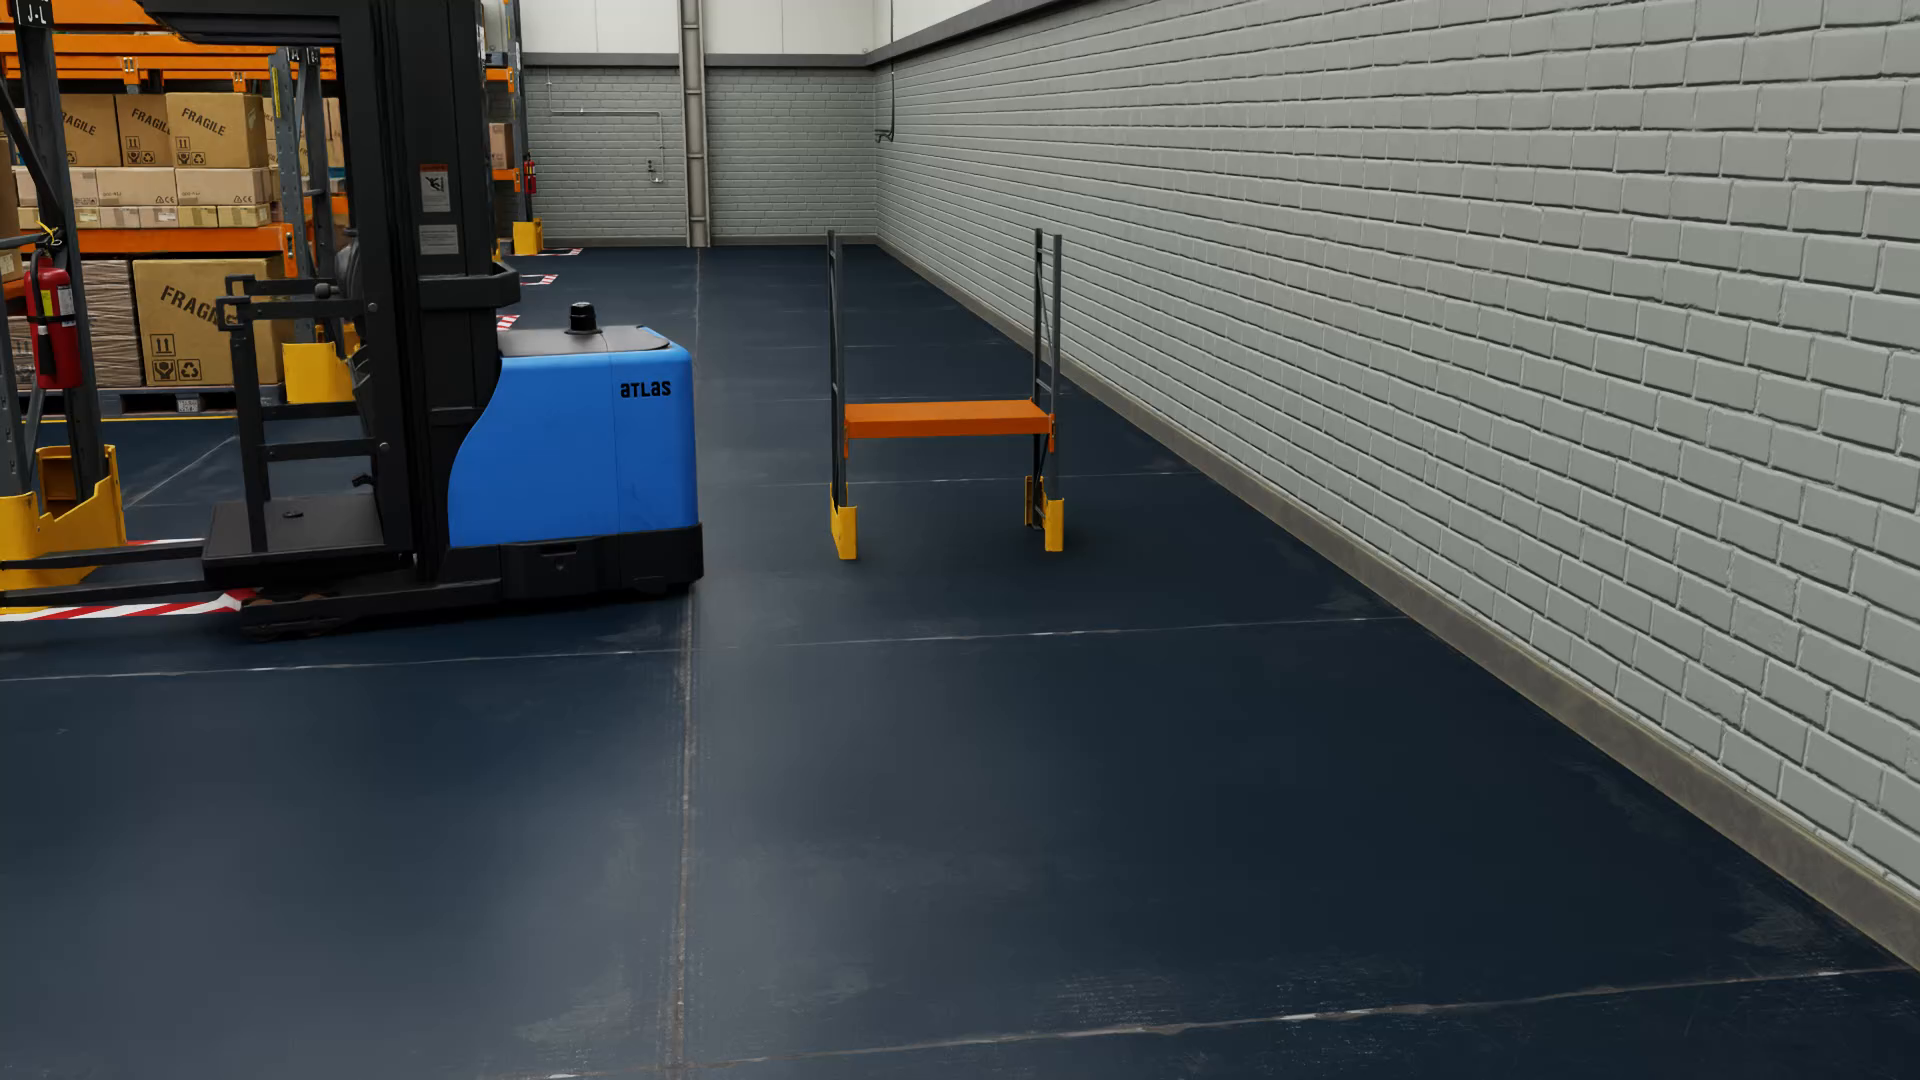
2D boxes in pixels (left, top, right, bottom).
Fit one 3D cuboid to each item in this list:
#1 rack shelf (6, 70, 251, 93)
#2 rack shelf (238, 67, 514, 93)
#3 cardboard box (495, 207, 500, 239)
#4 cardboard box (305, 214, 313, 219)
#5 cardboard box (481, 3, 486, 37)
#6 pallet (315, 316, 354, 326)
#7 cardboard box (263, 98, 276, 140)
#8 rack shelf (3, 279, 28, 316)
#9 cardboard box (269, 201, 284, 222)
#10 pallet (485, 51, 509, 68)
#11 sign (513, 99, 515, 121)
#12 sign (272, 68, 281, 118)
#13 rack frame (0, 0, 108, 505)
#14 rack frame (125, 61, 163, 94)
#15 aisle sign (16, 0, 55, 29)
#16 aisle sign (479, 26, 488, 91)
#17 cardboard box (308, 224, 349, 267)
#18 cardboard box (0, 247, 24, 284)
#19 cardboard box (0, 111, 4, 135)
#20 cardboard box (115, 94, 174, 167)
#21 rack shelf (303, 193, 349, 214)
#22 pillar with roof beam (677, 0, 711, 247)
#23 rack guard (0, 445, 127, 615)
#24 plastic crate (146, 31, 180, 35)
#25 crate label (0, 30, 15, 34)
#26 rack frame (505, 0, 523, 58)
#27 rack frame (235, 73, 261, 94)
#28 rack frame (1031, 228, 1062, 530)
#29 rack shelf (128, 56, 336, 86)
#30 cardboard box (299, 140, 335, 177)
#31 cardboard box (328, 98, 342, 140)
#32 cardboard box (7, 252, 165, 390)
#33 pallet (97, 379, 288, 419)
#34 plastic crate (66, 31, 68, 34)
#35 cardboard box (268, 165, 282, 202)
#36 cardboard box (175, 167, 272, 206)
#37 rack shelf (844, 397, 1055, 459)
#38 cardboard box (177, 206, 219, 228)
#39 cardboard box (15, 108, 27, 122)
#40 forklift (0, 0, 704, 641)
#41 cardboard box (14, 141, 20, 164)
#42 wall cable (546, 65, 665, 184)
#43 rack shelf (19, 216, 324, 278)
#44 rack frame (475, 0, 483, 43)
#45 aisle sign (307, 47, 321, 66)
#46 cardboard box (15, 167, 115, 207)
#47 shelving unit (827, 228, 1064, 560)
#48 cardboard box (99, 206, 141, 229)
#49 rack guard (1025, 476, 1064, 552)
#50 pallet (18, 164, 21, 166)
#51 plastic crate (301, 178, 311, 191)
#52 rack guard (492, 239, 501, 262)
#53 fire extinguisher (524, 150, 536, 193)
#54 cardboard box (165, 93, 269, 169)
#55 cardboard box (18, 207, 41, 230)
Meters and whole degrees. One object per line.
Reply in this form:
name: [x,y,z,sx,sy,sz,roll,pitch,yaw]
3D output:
rack shelf: [-12.840,-6.945,25.061,4.000,0.370,1.077,-2,14,-8]
rack shelf: [-8.884,-7.090,25.639,4.000,0.370,1.077,-2,14,-8]
cardboard box: [-7.584,-4.998,26.261,0.500,0.500,0.700,-2,14,-8]
cardboard box: [-10.107,-4.905,25.890,0.500,0.500,0.700,-2,14,-8]
cardboard box: [-7.665,-8.086,25.830,0.500,0.500,0.500,-3,14,-10]
pallet: [-6.252,-2.300,16.960,1.213,0.211,1.003,-2,14,-8]
cardboard box: [-8.594,-5.240,20.690,0.500,0.500,0.500,-3,14,-10]
rack shelf: [-6.032,-0.864,6.979,4.000,0.370,1.077,-2,14,-8]
cardboard box: [-5.093,-2.427,12.248,0.250,0.149,0.380,-2,14,-8]
pallet: [-7.639,-7.439,25.734,1.213,0.211,1.003,-2,14,-8]
sign: [-6.840,-6.602,25.513,0.005,0.325,0.100,-2,14,-8]
sign: [-4.626,-3.028,11.260,0.005,0.325,0.100,-2,14,-8]
rack frame: [-4.054,-1.285,7.181,0.127,3.000,1.000,-2,14,-8]
rack frame: [-10.120,-4.720,20.877,0.127,3.000,1.000,-2,14,-8]
aisle sign: [-4.026,-2.621,7.163,0.004,0.787,0.394,-2,14,-8]
aisle sign: [-6.141,-6.199,21.430,0.004,0.787,0.394,-2,14,-8]
cardboard box: [-8.263,-3.792,21.403,0.637,0.503,0.797,-2,14,-8]
cardboard box: [-4.423,-1.231,7.479,0.250,0.149,0.380,-2,14,-9]
cardboard box: [-4.537,-2.011,7.200,0.500,0.500,0.500,-2,14,-9]
cardboard box: [-5.702,-2.947,11.961,0.500,0.500,0.500,-2,14,-10]
rack shelf: [-7.409,-3.252,16.502,4.000,0.370,1.077,-2,14,-8]
pillar with roof beam: [-3.724,-8.237,22.566,0.400,9.000,9.100,-2,14,-8]
rack guard: [-4.129,-0.070,7.474,0.348,0.500,1.175,-2,14,-8]
plastic crate: [-7.437,-4.866,15.834,0.530,0.136,0.437,-2,14,-8]
crate label: [-8.859,-4.804,15.586,0.466,0.136,0.293,-2,14,-8]
rack frame: [-6.907,-8.966,25.475,0.127,3.000,1.000,-2,14,-8]
rack frame: [-10.862,-5.912,25.627,0.127,3.000,1.000,-2,14,-8]
rack frame: [0.418,-0.743,8.101,0.032,1.500,0.500,-2,14,-8]
rack shelf: [-8.143,-5.899,20.888,4.000,0.370,1.077,-2,14,-8]
cardboard box: [-8.072,-4.777,20.899,0.500,0.500,0.500,-2,14,-9]
cardboard box: [-7.576,-5.278,20.839,0.500,0.500,0.500,-2,14,-7]
cardboard box: [-6.214,-1.580,11.859,0.875,0.875,0.875,-2,14,-8]
pallet: [-5.472,-1.082,12.101,1.213,0.211,1.003,-2,14,-8]
plastic crate: [-8.534,-5.012,16.218,0.300,0.233,0.416,-2,14,-8]
cardboard box: [-5.208,-2.601,12.124,0.500,0.250,0.500,-2,14,-10]
cardboard box: [-5.133,-2.472,11.610,0.500,0.250,0.500,-2,14,-9]
rack shelf: [-0.084,-0.550,8.071,1.000,0.185,0.538,-2,14,-8]
cardboard box: [-5.253,-2.258,11.577,0.250,0.149,0.380,-2,14,-8]
cardboard box: [-13.799,-6.307,24.804,0.500,0.250,0.500,-2,14,-9]
forklift: [-2.696,-1.163,6.835,3.031,2.935,1.130,-5,15,-21]
cardboard box: [-11.858,-4.893,20.499,0.500,0.500,0.700,-6,15,-23]
wall cable: [-5.782,-6.823,27.174,1.851,1.984,0.084,-2,14,-8]
rack shelf: [-6.671,-2.061,11.751,4.000,0.370,1.077,-2,14,-8]
rack frame: [-6.165,-7.775,20.725,0.127,3.000,1.000,-2,14,-8]
aisle sign: [-4.667,-3.818,11.934,0.004,0.787,0.394,-2,14,-8]
cardboard box: [-6.138,-2.435,11.463,0.500,0.250,0.500,-3,14,-10]
shelving unit: [-0.075,-0.725,8.028,1.083,1.500,0.587,-2,14,-8]
cardboard box: [-5.749,-2.241,11.506,0.250,0.149,0.380,-2,14,-7]
rack guard: [0.417,-0.137,8.252,0.087,0.250,0.587,-2,14,-8]
pallet: [-12.153,-4.554,20.607,1.213,0.211,1.003,-2,14,-8]
plastic crate: [-6.499,-3.495,16.408,0.243,0.136,0.396,-2,14,-8]
rack guard: [-6.240,-3.650,21.748,0.348,0.500,1.175,-2,14,-8]
fire extinguisher: [-6.689,-5.733,25.839,0.183,0.674,0.296,-2,14,-8]
cardboard box: [-5.136,-2.836,11.521,0.500,0.500,0.500,-2,14,-8]
cardboard box: [-6.262,-2.221,11.429,0.250,0.149,0.380,-2,14,-8]
